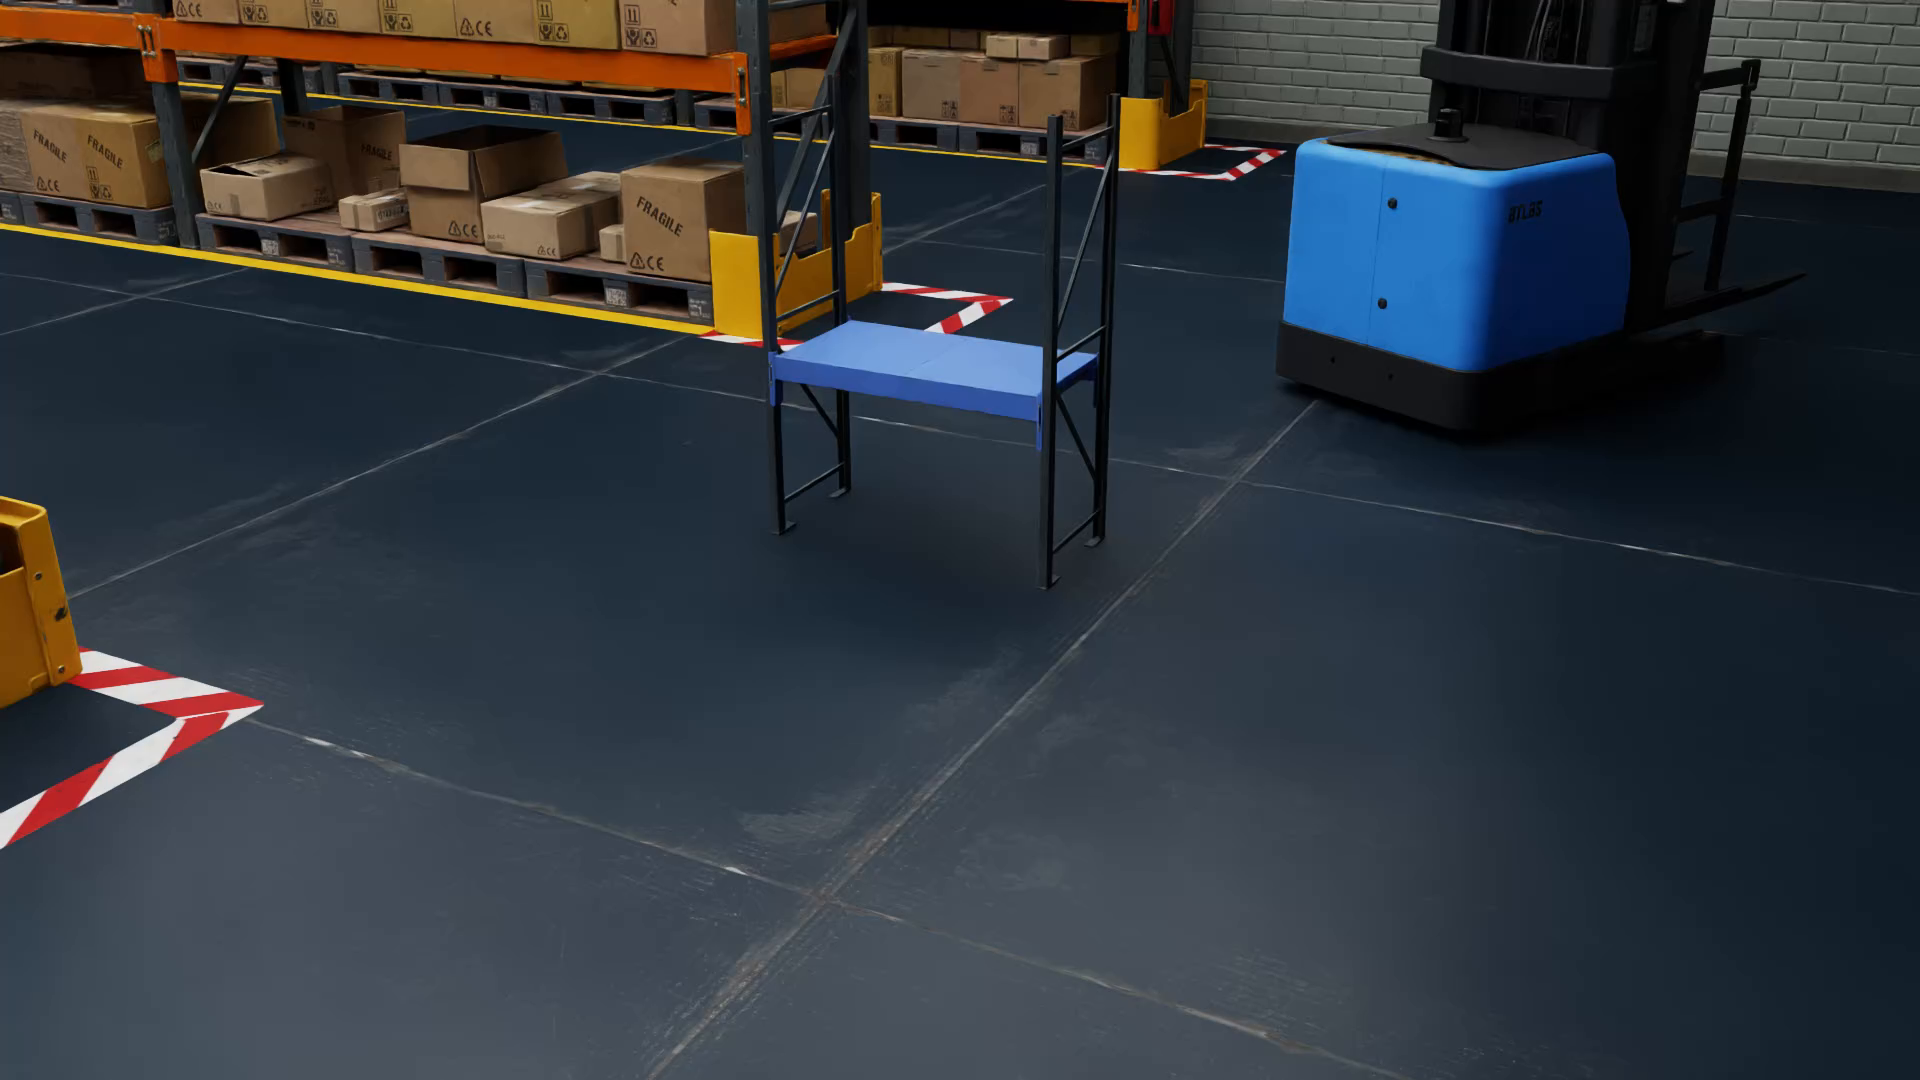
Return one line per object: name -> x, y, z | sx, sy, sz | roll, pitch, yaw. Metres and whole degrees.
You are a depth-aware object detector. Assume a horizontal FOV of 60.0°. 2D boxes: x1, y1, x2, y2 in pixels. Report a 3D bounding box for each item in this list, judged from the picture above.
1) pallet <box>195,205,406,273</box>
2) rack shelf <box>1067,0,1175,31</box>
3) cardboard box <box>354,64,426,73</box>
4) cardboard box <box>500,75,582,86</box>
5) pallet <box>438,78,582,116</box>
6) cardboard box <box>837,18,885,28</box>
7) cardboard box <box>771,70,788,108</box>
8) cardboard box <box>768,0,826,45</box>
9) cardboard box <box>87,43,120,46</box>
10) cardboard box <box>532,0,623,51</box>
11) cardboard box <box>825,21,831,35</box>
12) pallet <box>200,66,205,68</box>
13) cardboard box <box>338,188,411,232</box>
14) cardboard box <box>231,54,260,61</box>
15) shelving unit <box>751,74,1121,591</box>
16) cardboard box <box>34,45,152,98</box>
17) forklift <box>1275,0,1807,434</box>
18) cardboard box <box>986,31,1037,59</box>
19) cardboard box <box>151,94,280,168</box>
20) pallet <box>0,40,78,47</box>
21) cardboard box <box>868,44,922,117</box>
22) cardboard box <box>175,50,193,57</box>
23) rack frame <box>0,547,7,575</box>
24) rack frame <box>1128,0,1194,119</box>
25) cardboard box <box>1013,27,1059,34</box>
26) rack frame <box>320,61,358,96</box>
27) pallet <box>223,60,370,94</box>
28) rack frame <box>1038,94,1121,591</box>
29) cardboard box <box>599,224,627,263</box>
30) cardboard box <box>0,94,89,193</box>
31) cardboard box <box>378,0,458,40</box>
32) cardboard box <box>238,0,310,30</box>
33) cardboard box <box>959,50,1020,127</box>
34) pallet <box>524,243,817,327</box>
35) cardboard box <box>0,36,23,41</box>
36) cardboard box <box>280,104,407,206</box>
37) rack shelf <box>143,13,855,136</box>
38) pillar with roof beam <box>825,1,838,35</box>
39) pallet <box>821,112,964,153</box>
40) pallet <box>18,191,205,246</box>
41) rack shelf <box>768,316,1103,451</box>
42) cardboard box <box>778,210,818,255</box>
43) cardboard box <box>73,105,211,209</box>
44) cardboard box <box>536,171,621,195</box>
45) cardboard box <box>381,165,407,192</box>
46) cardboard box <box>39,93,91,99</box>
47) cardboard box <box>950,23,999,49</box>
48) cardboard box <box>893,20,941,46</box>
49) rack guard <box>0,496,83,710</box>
pallet -> -3.699, -1.860, 9.854 | 1.213, 0.211, 1.003 | 11, 25, 25
rack shelf -> -0.295, -4.311, 12.974 | 4.000, 0.370, 1.077 | 11, 25, 25
cardboard box -> -5.052, -4.730, 15.250 | 0.750, 0.750, 0.750 | 11, 25, 24
cardboard box -> -3.513, -4.425, 14.532 | 0.750, 0.750, 0.750 | 12, 26, 26
pallet -> -3.895, -4.037, 14.974 | 1.213, 0.211, 1.003 | 11, 25, 25
cardboard box -> -0.792, -4.126, 13.447 | 0.250, 0.149, 0.380 | 10, 25, 23
cardboard box -> -1.459, -3.871, 13.676 | 0.500, 0.500, 0.700 | 12, 26, 25
cardboard box -> -1.019, -2.775, 8.315 | 0.500, 0.500, 0.500 | 12, 26, 26
cardboard box -> -8.555, -5.336, 17.097 | 0.500, 0.500, 0.700 | 12, 26, 26
cardboard box -> -1.729, -2.679, 8.089 | 0.500, 0.500, 0.500 | 11, 26, 25
cardboard box -> -1.235, -4.045, 13.257 | 0.250, 0.149, 0.380 | 12, 26, 26
pallet -> -8.524, -4.988, 17.209 | 1.213, 0.211, 1.003 | 11, 25, 25
cardboard box -> -3.258, -1.865, 9.360 | 0.250, 0.166, 0.380 | 11, 25, 25
cardboard box -> -6.723, -4.995, 16.293 | 0.500, 0.500, 0.700 | 11, 25, 24
shelving unit -> -0.076, -0.705, 5.492 | 1.048, 1.500, 0.538 | 11, 25, 25
cardboard box -> -5.526, -3.009, 10.667 | 0.500, 0.250, 0.500 | 11, 26, 25
forklift -> 2.856, -2.226, 7.239 | 3.031, 2.935, 1.130 | -17, 28, -35
cardboard box -> 0.395, -3.723, 12.501 | 0.250, 0.149, 0.380 | 12, 26, 26
cardboard box -> -4.633, -2.488, 10.398 | 0.500, 0.500, 0.500 | 10, 25, 22
pallet -> -9.835, -5.231, 17.781 | 1.213, 0.211, 1.003 | 11, 25, 25
cardboard box -> -0.555, -3.689, 13.250 | 0.500, 0.500, 0.700 | 12, 26, 26
cardboard box -> -7.634, -5.158, 16.678 | 0.500, 0.500, 0.700 | 12, 26, 25
rack frame -> -2.980, -0.829, 3.867 | 0.127, 3.000, 1.000 | 11, 25, 25
rack frame -> 1.490, -4.289, 12.003 | 0.127, 3.000, 1.000 | 11, 25, 25
cardboard box -> 0.569, -3.856, 12.814 | 0.250, 0.149, 0.380 | 11, 26, 25
rack frame -> -5.649, -5.702, 15.325 | 0.127, 3.000, 1.000 | 11, 25, 25
pallet -> -6.346, -4.557, 16.196 | 1.213, 0.211, 1.003 | 11, 25, 25
rack frame -> 0.378, -0.615, 5.281 | 0.032, 1.500, 0.500 | 11, 25, 25
cardboard box -> -1.659, -1.570, 8.667 | 0.250, 0.166, 0.380 | 11, 25, 25
cardboard box -> -5.766, -2.483, 10.388 | 0.500, 0.500, 0.500 | 12, 26, 25
cardboard box -> -2.621, -2.858, 8.510 | 0.500, 0.500, 0.500 | 11, 25, 24
cardboard box -> -3.521, -3.036, 8.929 | 0.500, 0.500, 0.500 | 12, 26, 25
cardboard box -> 0.374, -3.509, 12.826 | 0.500, 0.500, 0.700 | 11, 25, 24
pallet -> -1.522, -1.429, 8.841 | 1.213, 0.211, 1.003 | 11, 25, 25
cardboard box -> -10.163, -5.630, 17.787 | 0.500, 0.500, 0.500 | 9, 25, 21
cardboard box -> -3.675, -2.315, 9.994 | 0.500, 0.500, 0.500 | 11, 25, 25
rack shelf -> -2.527, -2.581, 8.905 | 4.000, 0.370, 1.077 | 11, 25, 25
pillar with roof beam -> -3.007, -6.431, 9.374 | 0.400, 9.000, 9.100 | 11, 25, 25
pallet -> -0.344, -3.336, 13.324 | 1.213, 0.211, 1.003 | 11, 25, 25
pallet -> -5.055, -2.112, 10.447 | 1.213, 0.211, 1.003 | 11, 25, 25
rack shelf -> -0.076, -0.540, 5.562 | 1.000, 0.185, 0.538 | 11, 25, 25
cardboard box -> -0.960, -1.643, 8.861 | 0.250, 0.149, 0.380 | 11, 25, 25
cardboard box -> -4.881, -2.304, 9.967 | 0.500, 0.500, 0.500 | 11, 25, 24
cardboard box -> -1.992, -1.867, 9.259 | 0.500, 0.250, 0.500 | 11, 25, 25
cardboard box -> -3.006, -2.096, 9.719 | 0.500, 0.311, 0.500 | 11, 25, 25
cardboard box -> -5.557, -2.669, 10.824 | 0.500, 0.500, 0.500 | 12, 26, 25
cardboard box -> 0.119, -3.945, 13.023 | 0.250, 0.149, 0.380 | 12, 26, 25
cardboard box -> -0.336, -4.035, 13.235 | 0.250, 0.149, 0.380 | 11, 25, 24
rack guard -> -2.953, 0.321, 4.357 | 0.348, 0.500, 1.175 | 11, 25, 25
